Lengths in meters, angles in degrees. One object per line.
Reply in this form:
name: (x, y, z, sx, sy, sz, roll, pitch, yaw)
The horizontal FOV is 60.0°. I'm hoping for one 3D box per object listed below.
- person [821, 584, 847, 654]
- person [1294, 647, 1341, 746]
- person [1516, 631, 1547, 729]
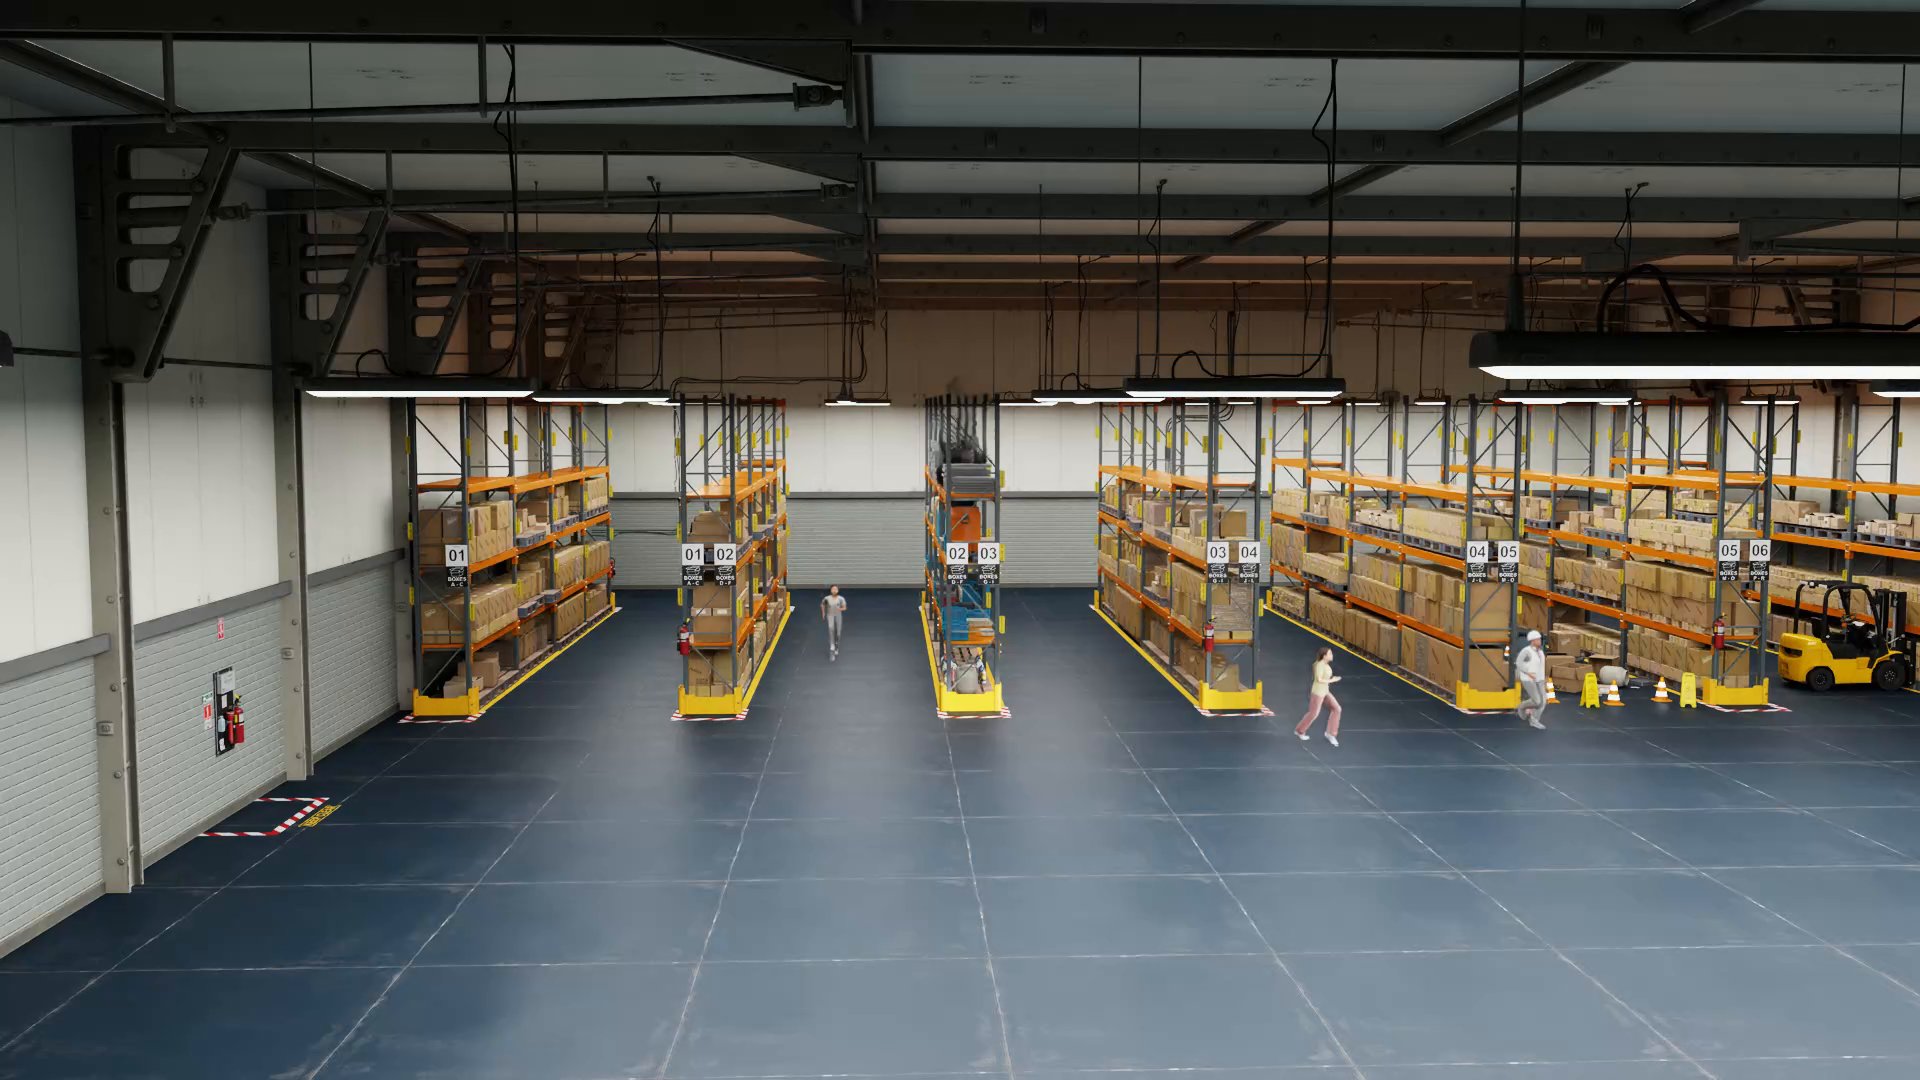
person: (-2.877, 1.835, 38.064, 0.554, 1.646, 0.911, -1, 5, -10)
person: (6.094, 2.655, 28.361, 0.819, 1.699, 0.599, 2, 5, 28)
person: (10.295, 2.503, 29.930, 0.695, 1.742, 0.569, -3, 5, -29)
